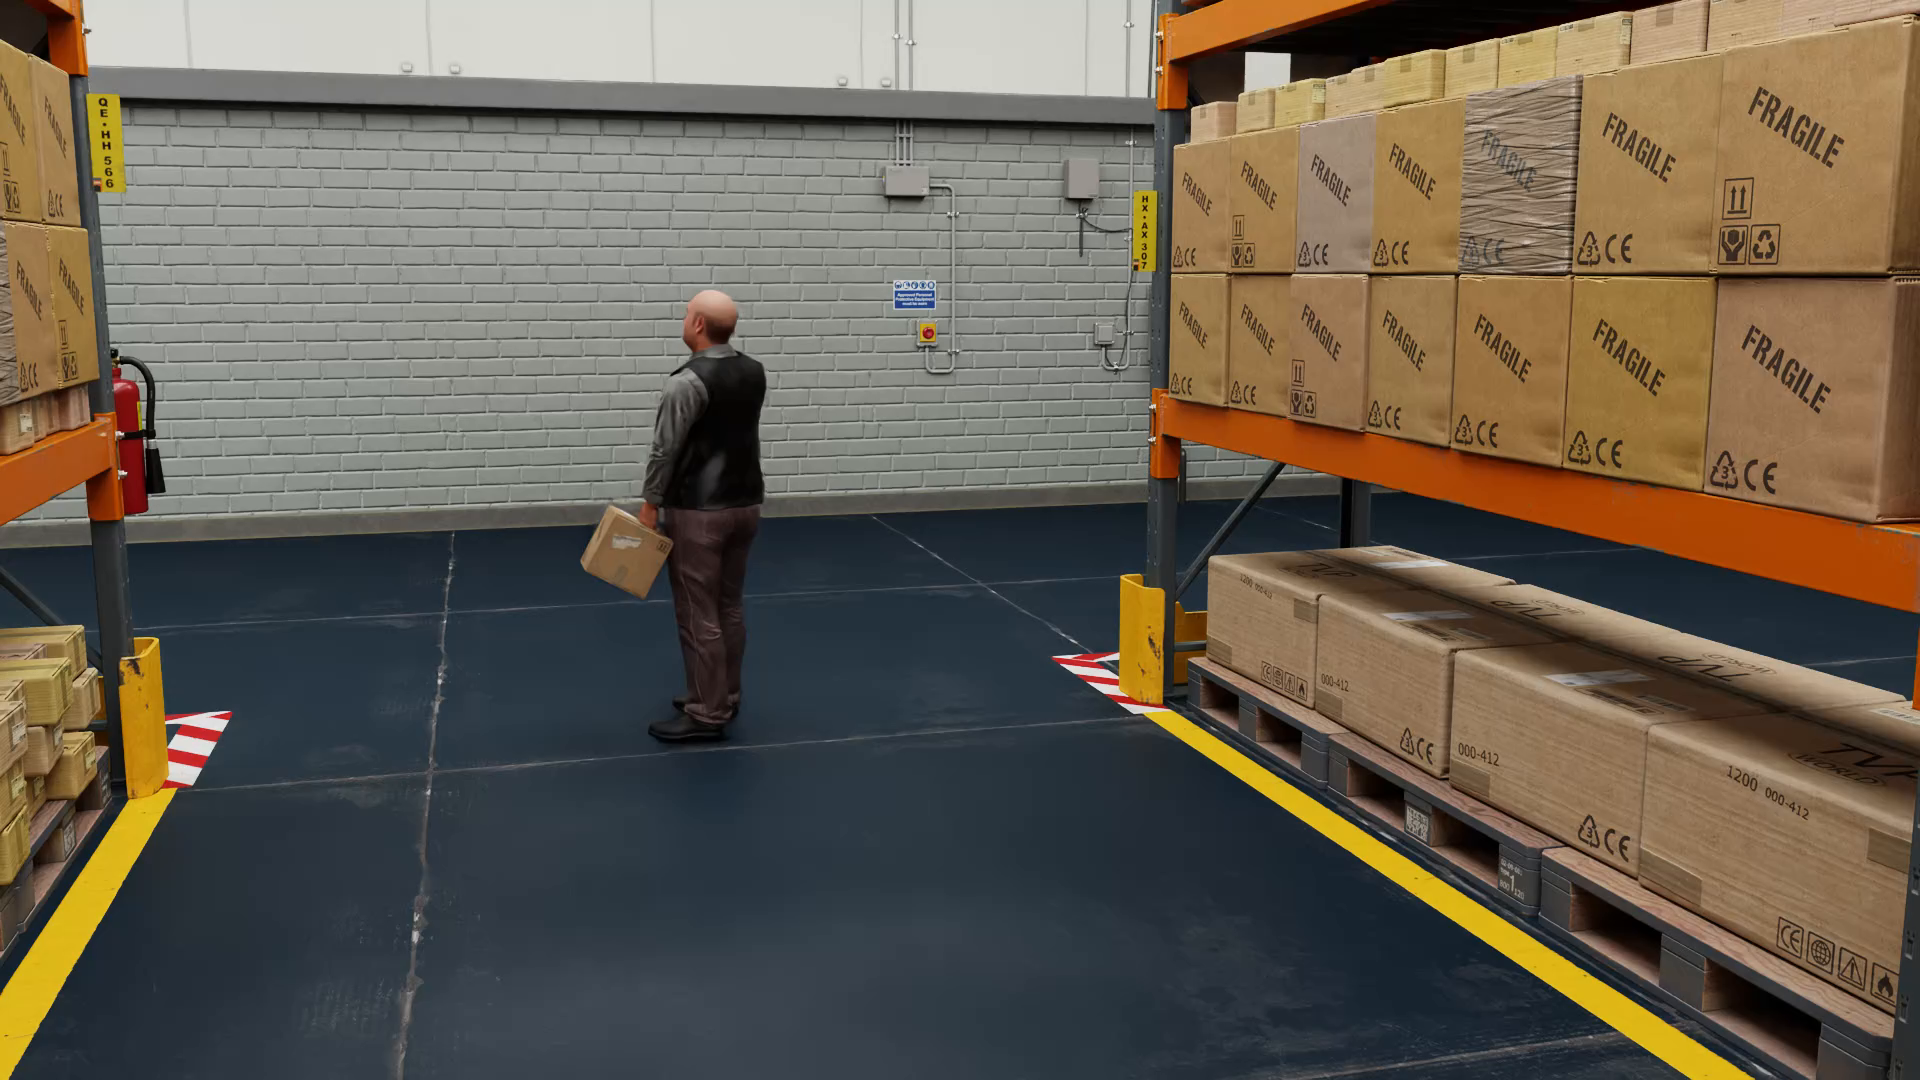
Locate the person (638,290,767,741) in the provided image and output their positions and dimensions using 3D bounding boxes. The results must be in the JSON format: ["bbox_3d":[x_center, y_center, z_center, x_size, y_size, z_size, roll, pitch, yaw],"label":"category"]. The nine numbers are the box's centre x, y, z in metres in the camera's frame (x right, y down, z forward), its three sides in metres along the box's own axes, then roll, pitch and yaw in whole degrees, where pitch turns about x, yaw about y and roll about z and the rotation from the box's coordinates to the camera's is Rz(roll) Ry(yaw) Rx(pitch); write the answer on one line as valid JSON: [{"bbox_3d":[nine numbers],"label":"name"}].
[{"bbox_3d":[-1.038,-0.103,6.492,0.516,1.728,0.534,6,11,31],"label":"person"}]
